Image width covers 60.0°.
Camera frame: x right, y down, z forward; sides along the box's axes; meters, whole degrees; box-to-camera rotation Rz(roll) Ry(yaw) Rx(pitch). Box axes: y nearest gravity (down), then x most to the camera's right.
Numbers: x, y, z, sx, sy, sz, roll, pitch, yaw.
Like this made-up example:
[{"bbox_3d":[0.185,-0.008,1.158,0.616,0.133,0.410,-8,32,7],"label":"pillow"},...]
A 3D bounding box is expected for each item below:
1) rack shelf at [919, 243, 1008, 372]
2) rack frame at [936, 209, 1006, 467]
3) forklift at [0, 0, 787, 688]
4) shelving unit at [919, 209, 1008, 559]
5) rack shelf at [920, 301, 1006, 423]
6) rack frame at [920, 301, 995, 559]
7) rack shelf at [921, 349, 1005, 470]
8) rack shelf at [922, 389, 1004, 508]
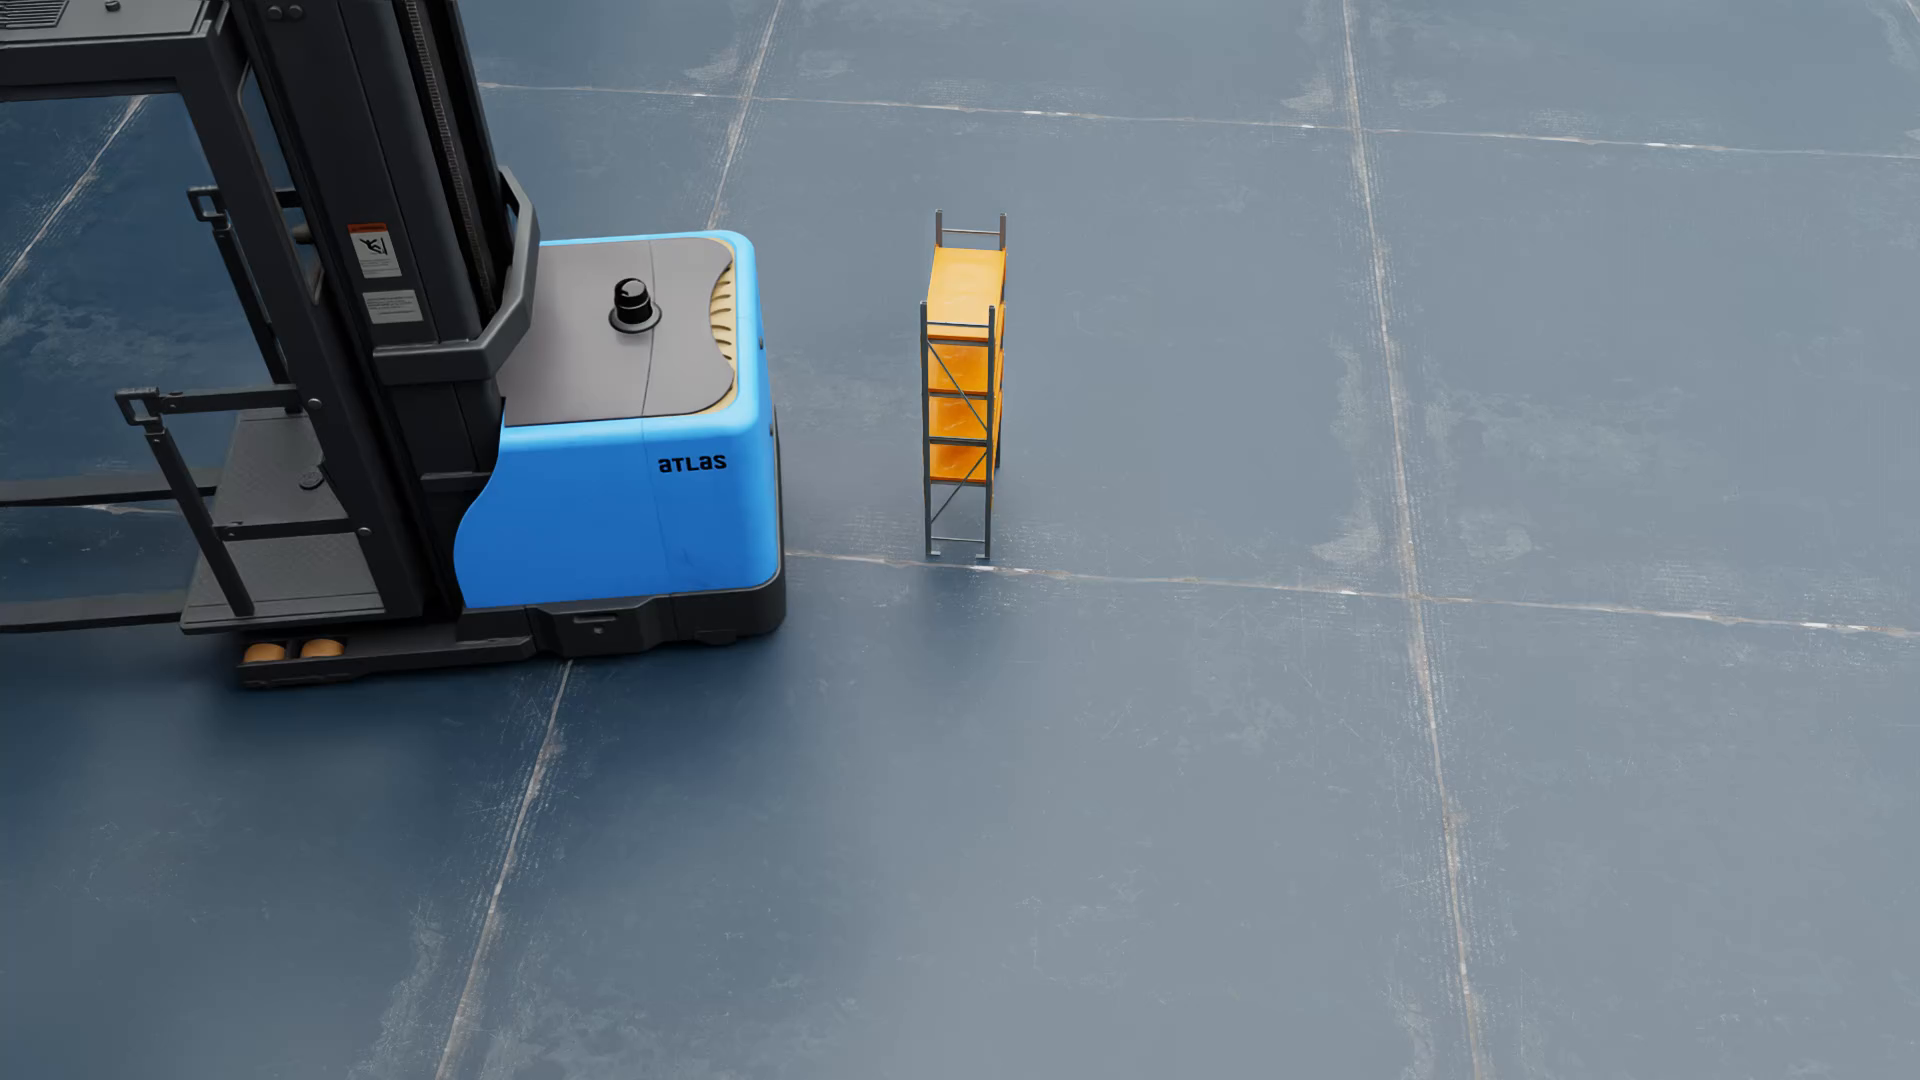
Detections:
[{"bbox_3d":[0.015,-0.792,5.629,0.258,0.148,0.480,4,48,4],"label":"rack shelf"},{"bbox_3d":[0.037,-0.706,6.082,0.240,1.200,0.015,4,48,4],"label":"rack frame"},{"bbox_3d":[-2.168,-0.888,5.076,3.031,2.935,1.130,-4,48,-4],"label":"forklift"},{"bbox_3d":[0.015,-0.527,5.919,0.258,1.200,0.503,4,48,4],"label":"shelving unit"},{"bbox_3d":[0.015,-0.632,5.803,0.258,0.148,0.480,4,48,4],"label":"rack shelf"},{"bbox_3d":[-0.007,-0.347,5.755,0.240,1.200,0.015,4,48,4],"label":"rack frame"},{"bbox_3d":[0.015,-0.481,5.968,0.258,0.148,0.480,4,48,4],"label":"rack shelf"},{"bbox_3d":[0.015,-0.347,6.115,0.258,0.148,0.480,4,48,4],"label":"rack shelf"}]
